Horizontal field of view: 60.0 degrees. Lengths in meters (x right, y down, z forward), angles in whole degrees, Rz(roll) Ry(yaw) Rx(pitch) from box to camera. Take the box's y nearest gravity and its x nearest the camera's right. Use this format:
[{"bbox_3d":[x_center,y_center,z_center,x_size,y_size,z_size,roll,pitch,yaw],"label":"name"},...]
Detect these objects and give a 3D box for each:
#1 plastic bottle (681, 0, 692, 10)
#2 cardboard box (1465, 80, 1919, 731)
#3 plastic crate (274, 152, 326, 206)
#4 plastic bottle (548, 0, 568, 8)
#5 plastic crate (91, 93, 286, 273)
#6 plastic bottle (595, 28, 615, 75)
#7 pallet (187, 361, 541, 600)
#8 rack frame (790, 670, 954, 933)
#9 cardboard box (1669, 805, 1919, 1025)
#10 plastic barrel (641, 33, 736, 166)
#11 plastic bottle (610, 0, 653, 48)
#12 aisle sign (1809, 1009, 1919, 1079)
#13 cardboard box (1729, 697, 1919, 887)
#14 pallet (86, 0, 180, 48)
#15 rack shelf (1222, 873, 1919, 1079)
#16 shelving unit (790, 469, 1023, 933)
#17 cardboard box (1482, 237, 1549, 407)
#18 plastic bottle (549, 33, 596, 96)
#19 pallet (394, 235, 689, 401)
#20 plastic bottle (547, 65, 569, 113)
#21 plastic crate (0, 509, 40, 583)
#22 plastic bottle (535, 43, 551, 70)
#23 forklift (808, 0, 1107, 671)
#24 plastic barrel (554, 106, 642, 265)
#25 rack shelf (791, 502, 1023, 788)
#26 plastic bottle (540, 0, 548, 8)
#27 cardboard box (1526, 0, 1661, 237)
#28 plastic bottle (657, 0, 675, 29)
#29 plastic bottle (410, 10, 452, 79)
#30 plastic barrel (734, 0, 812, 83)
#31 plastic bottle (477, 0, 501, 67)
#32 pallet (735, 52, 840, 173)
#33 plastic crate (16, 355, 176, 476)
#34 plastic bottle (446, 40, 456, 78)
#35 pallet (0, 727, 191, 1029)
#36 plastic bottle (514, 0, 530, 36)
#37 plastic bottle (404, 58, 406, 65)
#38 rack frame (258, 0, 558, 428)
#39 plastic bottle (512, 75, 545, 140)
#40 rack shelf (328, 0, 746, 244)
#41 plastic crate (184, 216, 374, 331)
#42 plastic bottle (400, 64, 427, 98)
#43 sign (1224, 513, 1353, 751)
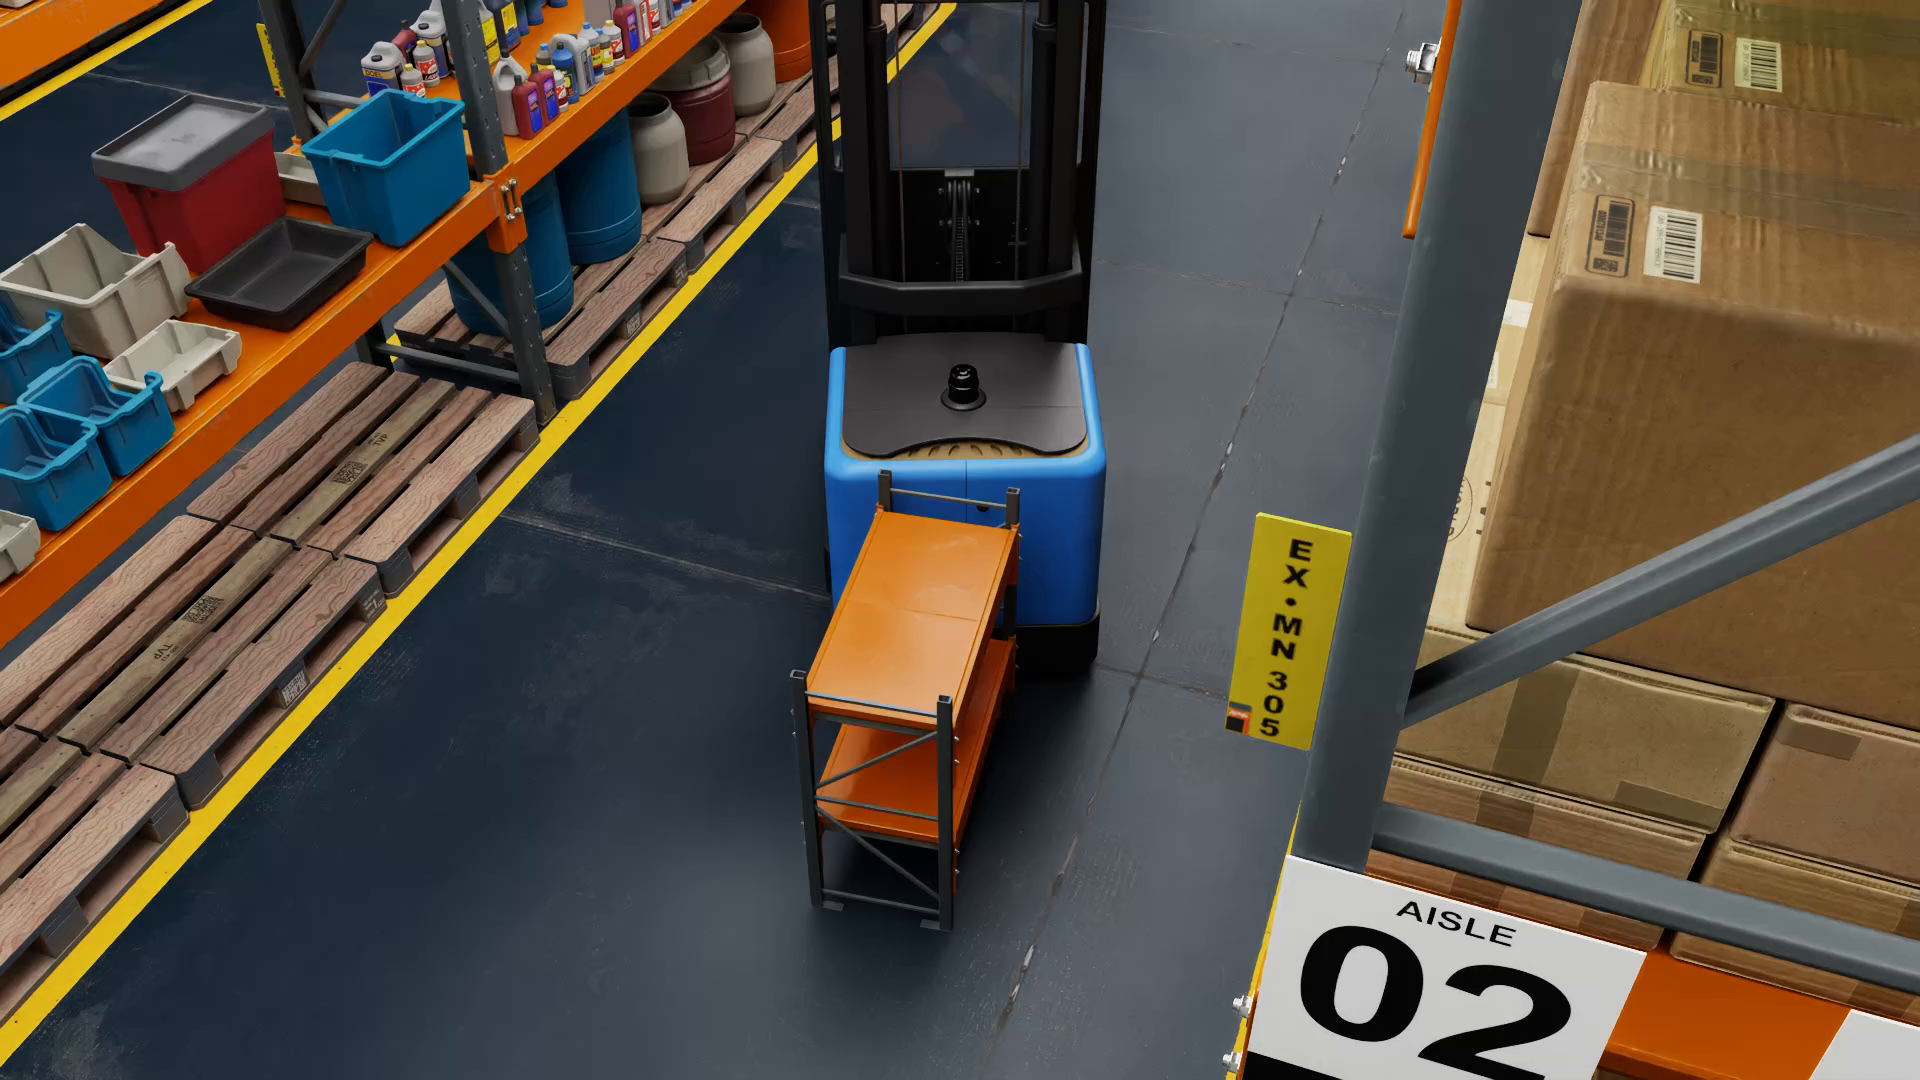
[{"bbox_3d":[-1.405,-2.800,8.320,0.097,0.271,0.097,0,40,0],"label":"plastic bottle"},{"bbox_3d":[1.030,-0.156,1.963,0.700,0.500,0.500,13,42,15],"label":"cardboard box"},{"bbox_3d":[-2.709,-1.491,6.844,0.396,0.136,0.243,13,42,15],"label":"plastic crate"},{"bbox_3d":[-2.038,-2.822,8.345,0.097,0.271,0.097,0,40,0],"label":"plastic bottle"},{"bbox_3d":[-2.957,-1.379,6.460,0.402,0.464,0.583,13,42,15],"label":"plastic crate"},{"bbox_3d":[-1.675,-2.290,7.776,0.097,0.201,0.097,0,40,0],"label":"plastic bottle"},{"bbox_3d":[-2.630,-0.303,7.443,1.003,0.211,1.213,13,42,15],"label":"pallet"},{"bbox_3d":[-0.269,0.868,5.366,0.500,1.125,0.032,9,41,10],"label":"rack frame"},{"bbox_3d":[1.285,0.379,2.299,0.500,0.250,0.500,13,42,15],"label":"cardboard box"},{"bbox_3d":[-1.585,-2.512,9.418,0.600,0.588,0.708,13,42,15],"label":"plastic barrel"},{"bbox_3d":[-1.583,-2.536,8.007,0.152,0.276,0.135,13,42,15],"label":"plastic bottle"},{"bbox_3d":[1.123,0.838,1.954,0.394,0.787,0.004,13,42,15],"label":"aisle sign"},{"bbox_3d":[1.290,0.191,2.135,0.500,0.250,0.500,13,42,15],"label":"cardboard box"},{"bbox_3d":[-6.042,-3.835,11.582,1.003,0.211,1.213,13,42,15],"label":"pallet"},{"bbox_3d":[1.554,-0.367,3.612,1.077,0.370,4.000,13,42,15],"label":"rack shelf"},{"bbox_3d":[-0.154,0.547,5.743,0.538,1.125,1.048,9,41,10],"label":"shelving unit"},{"bbox_3d":[0.977,-0.229,2.626,0.500,0.250,0.500,13,42,15],"label":"cardboard box"},{"bbox_3d":[-1.774,-2.195,7.607,0.152,0.276,0.135,13,42,15],"label":"plastic bottle"},{"bbox_3d":[-2.112,-1.221,8.519,1.003,0.211,1.213,13,42,15],"label":"pallet"},{"bbox_3d":[-1.821,-2.030,7.471,0.097,0.201,0.097,0,40,0],"label":"plastic bottle"},{"bbox_3d":[-2.970,0.028,5.063,0.250,0.136,0.298,13,42,15],"label":"plastic crate"},{"bbox_3d":[-1.898,-2.183,7.650,0.097,0.201,0.097,0,40,0],"label":"plastic bottle"},{"bbox_3d":[-0.017,-1.523,6.777,1.130,2.935,3.031,-1,40,-1],"label":"forklift"},{"bbox_3d":[-1.971,-1.942,8.509,0.600,0.901,0.708,13,42,15],"label":"plastic barrel"},{"bbox_3d":[-0.154,0.324,5.553,0.538,0.278,1.000,9,41,10],"label":"rack shelf"},{"bbox_3d":[-2.162,-2.840,8.363,0.152,0.276,0.135,13,42,15],"label":"plastic bottle"},{"bbox_3d":[1.351,-0.771,2.684,0.700,0.500,0.500,13,42,15],"label":"cardboard box"},{"bbox_3d":[-1.503,-2.678,8.173,0.152,0.276,0.135,13,42,15],"label":"plastic bottle"},{"bbox_3d":[-2.460,-2.309,7.741,0.152,0.276,0.135,13,42,15],"label":"plastic bottle"},{"bbox_3d":[-1.199,-3.293,10.147,0.600,0.830,0.708,13,42,15],"label":"plastic barrel"},{"bbox_3d":[-2.273,-2.403,7.794,0.144,0.351,0.185,13,42,15],"label":"plastic bottle"},{"bbox_3d":[-1.278,-2.710,10.263,1.003,0.211,1.213,13,42,15],"label":"pallet"},{"bbox_3d":[-2.837,-0.404,5.495,0.416,0.233,0.300,13,42,15],"label":"plastic crate"},{"bbox_3d":[-2.336,-2.264,7.746,0.097,0.201,0.097,0,40,0],"label":"plastic bottle"},{"bbox_3d":[-3.465,1.185,5.698,1.003,0.211,1.213,13,42,15],"label":"pallet"},{"bbox_3d":[-2.164,-2.598,8.083,0.097,0.271,0.097,0,40,0],"label":"plastic bottle"},{"bbox_3d":[-2.571,-2.134,7.594,0.097,0.201,0.097,0,40,0],"label":"plastic bottle"},{"bbox_3d":[-2.416,-1.821,7.073,1.000,3.000,0.127,13,42,15],"label":"rack frame"},{"bbox_3d":[-1.889,-1.906,7.262,0.061,0.283,0.133,13,42,15],"label":"plastic bottle"},{"bbox_3d":[-1.732,-2.767,8.737,1.077,0.370,4.000,13,42,15],"label":"rack shelf"},{"bbox_3d":[-2.546,-0.997,6.273,0.437,0.125,0.590,13,42,15],"label":"plastic crate"},{"bbox_3d":[-2.461,-2.041,7.484,0.097,0.201,0.097,0,40,0],"label":"plastic bottle"},{"bbox_3d":[0.355,0.107,1.820,0.100,0.325,0.005,13,42,15],"label":"sign"}]
